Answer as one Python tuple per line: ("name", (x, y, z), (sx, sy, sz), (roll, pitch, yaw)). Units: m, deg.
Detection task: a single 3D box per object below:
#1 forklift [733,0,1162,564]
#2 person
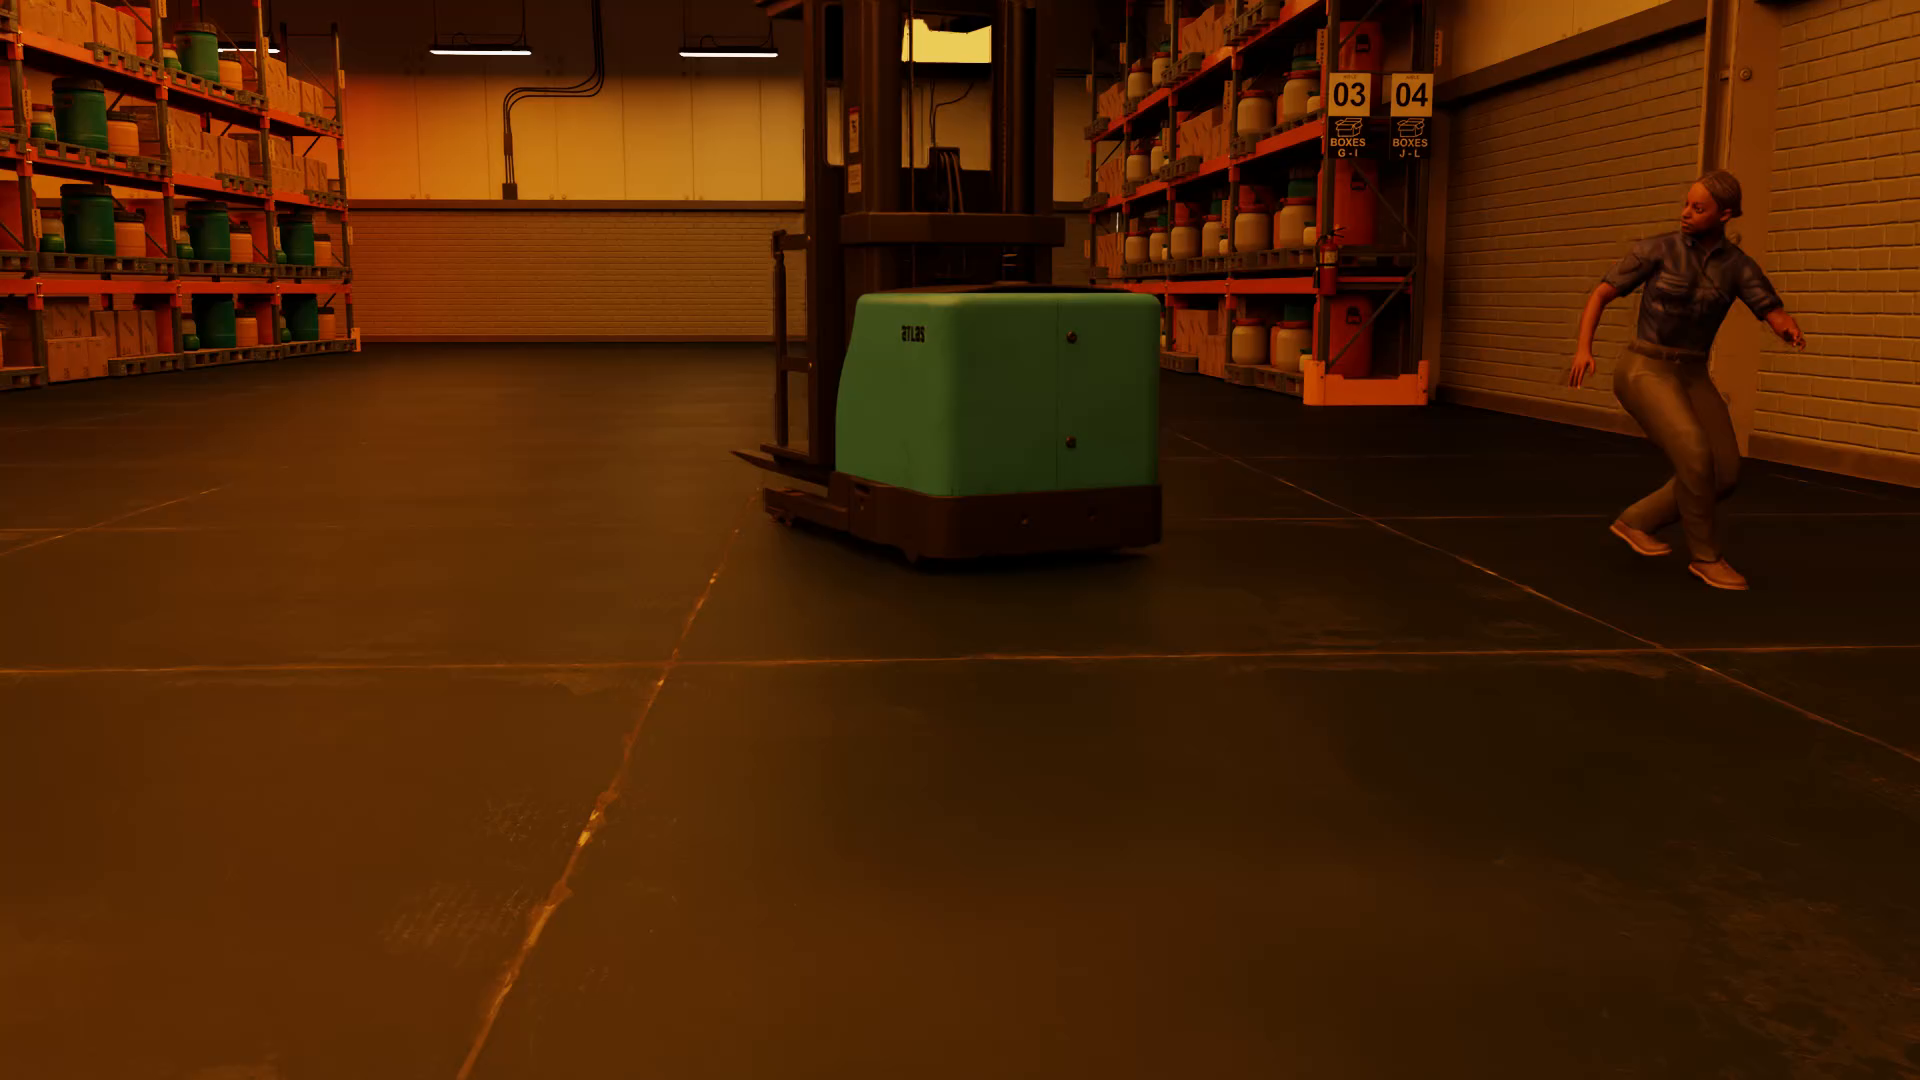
("forklift", (-0.275, -1.534, 7.659), (1.130, 2.935, 3.031), (-4, 9, -25))
("person", (2.680, -0.596, 6.180), (0.799, 1.530, 0.808), (-2, 9, -14))
